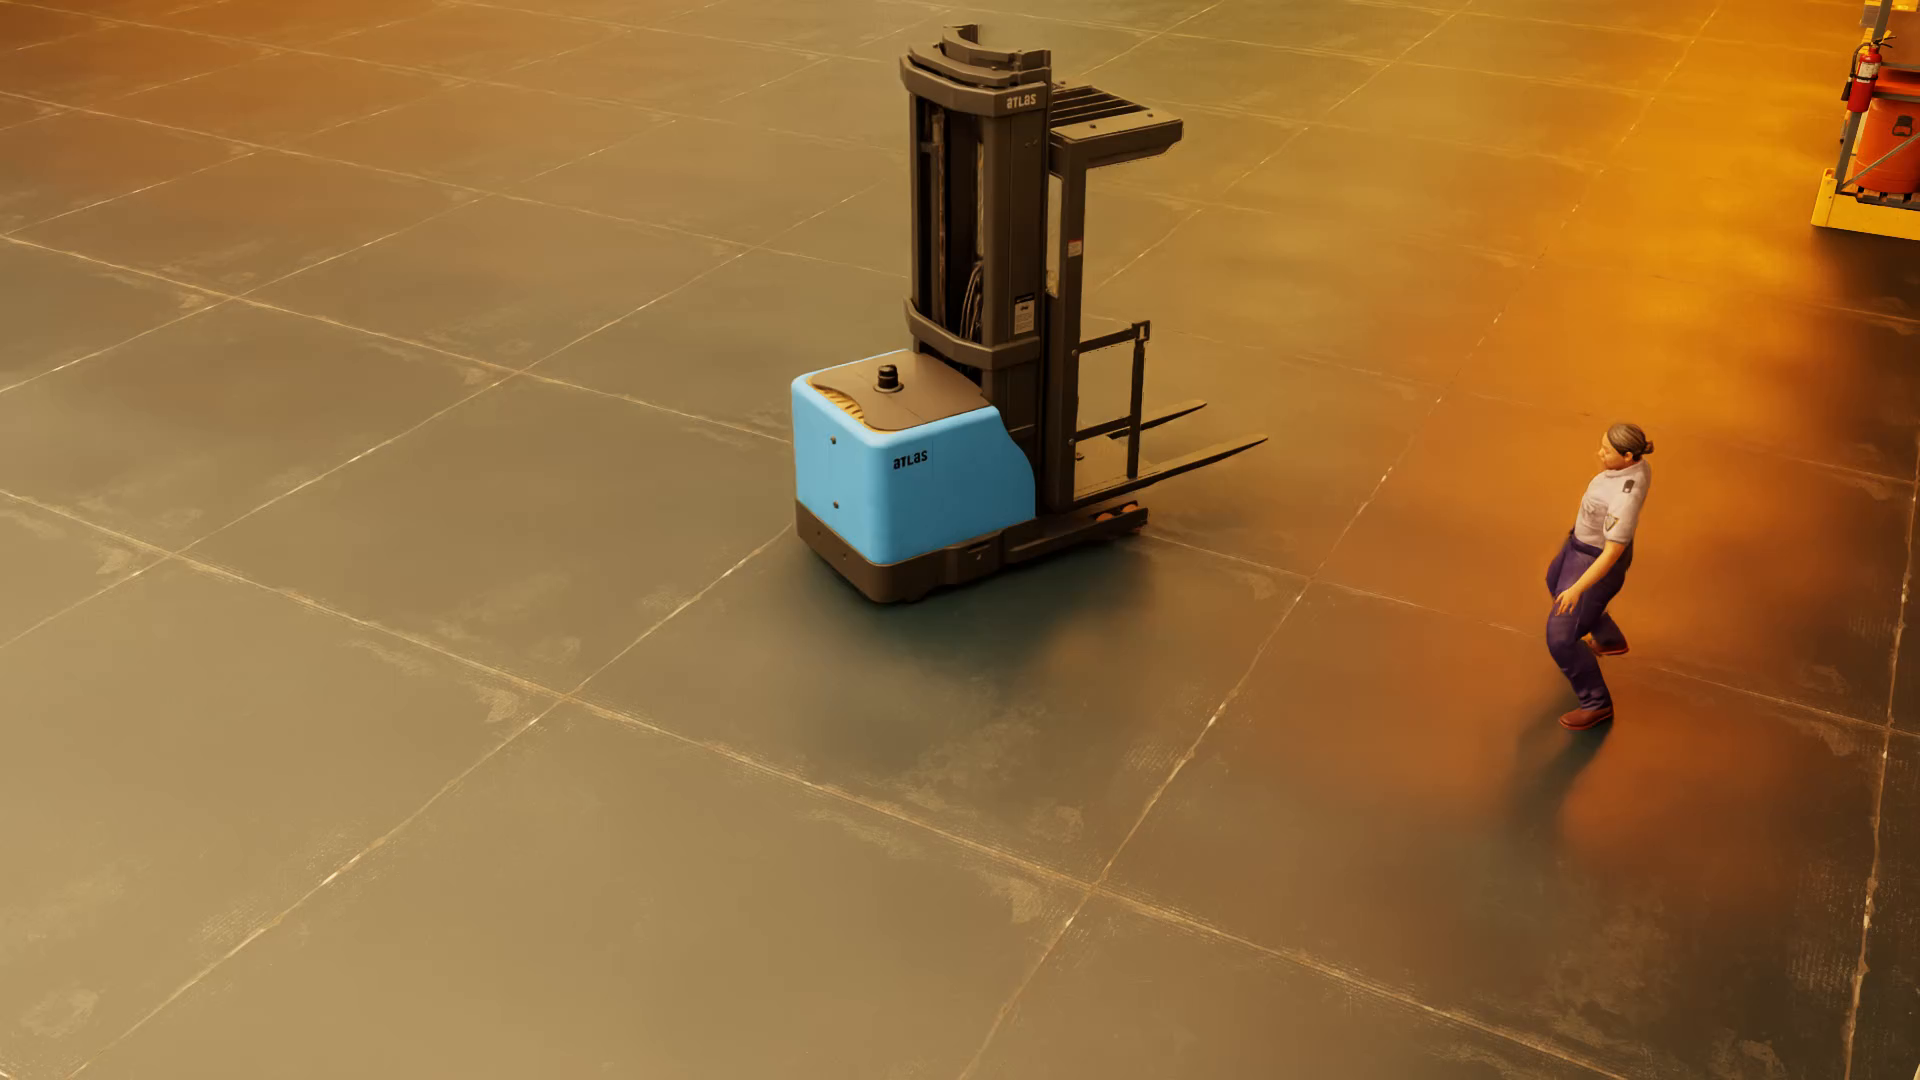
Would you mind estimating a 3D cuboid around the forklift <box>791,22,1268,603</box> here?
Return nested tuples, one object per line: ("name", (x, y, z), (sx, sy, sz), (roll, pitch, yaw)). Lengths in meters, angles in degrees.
("forklift", (0.536, -1.467, 9.612), (3.031, 2.935, 1.130), (-18, 35, -28))

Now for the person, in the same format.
("person", (3.193, 0.085, 8.315), (0.501, 1.566, 0.839), (16, 33, 25))
